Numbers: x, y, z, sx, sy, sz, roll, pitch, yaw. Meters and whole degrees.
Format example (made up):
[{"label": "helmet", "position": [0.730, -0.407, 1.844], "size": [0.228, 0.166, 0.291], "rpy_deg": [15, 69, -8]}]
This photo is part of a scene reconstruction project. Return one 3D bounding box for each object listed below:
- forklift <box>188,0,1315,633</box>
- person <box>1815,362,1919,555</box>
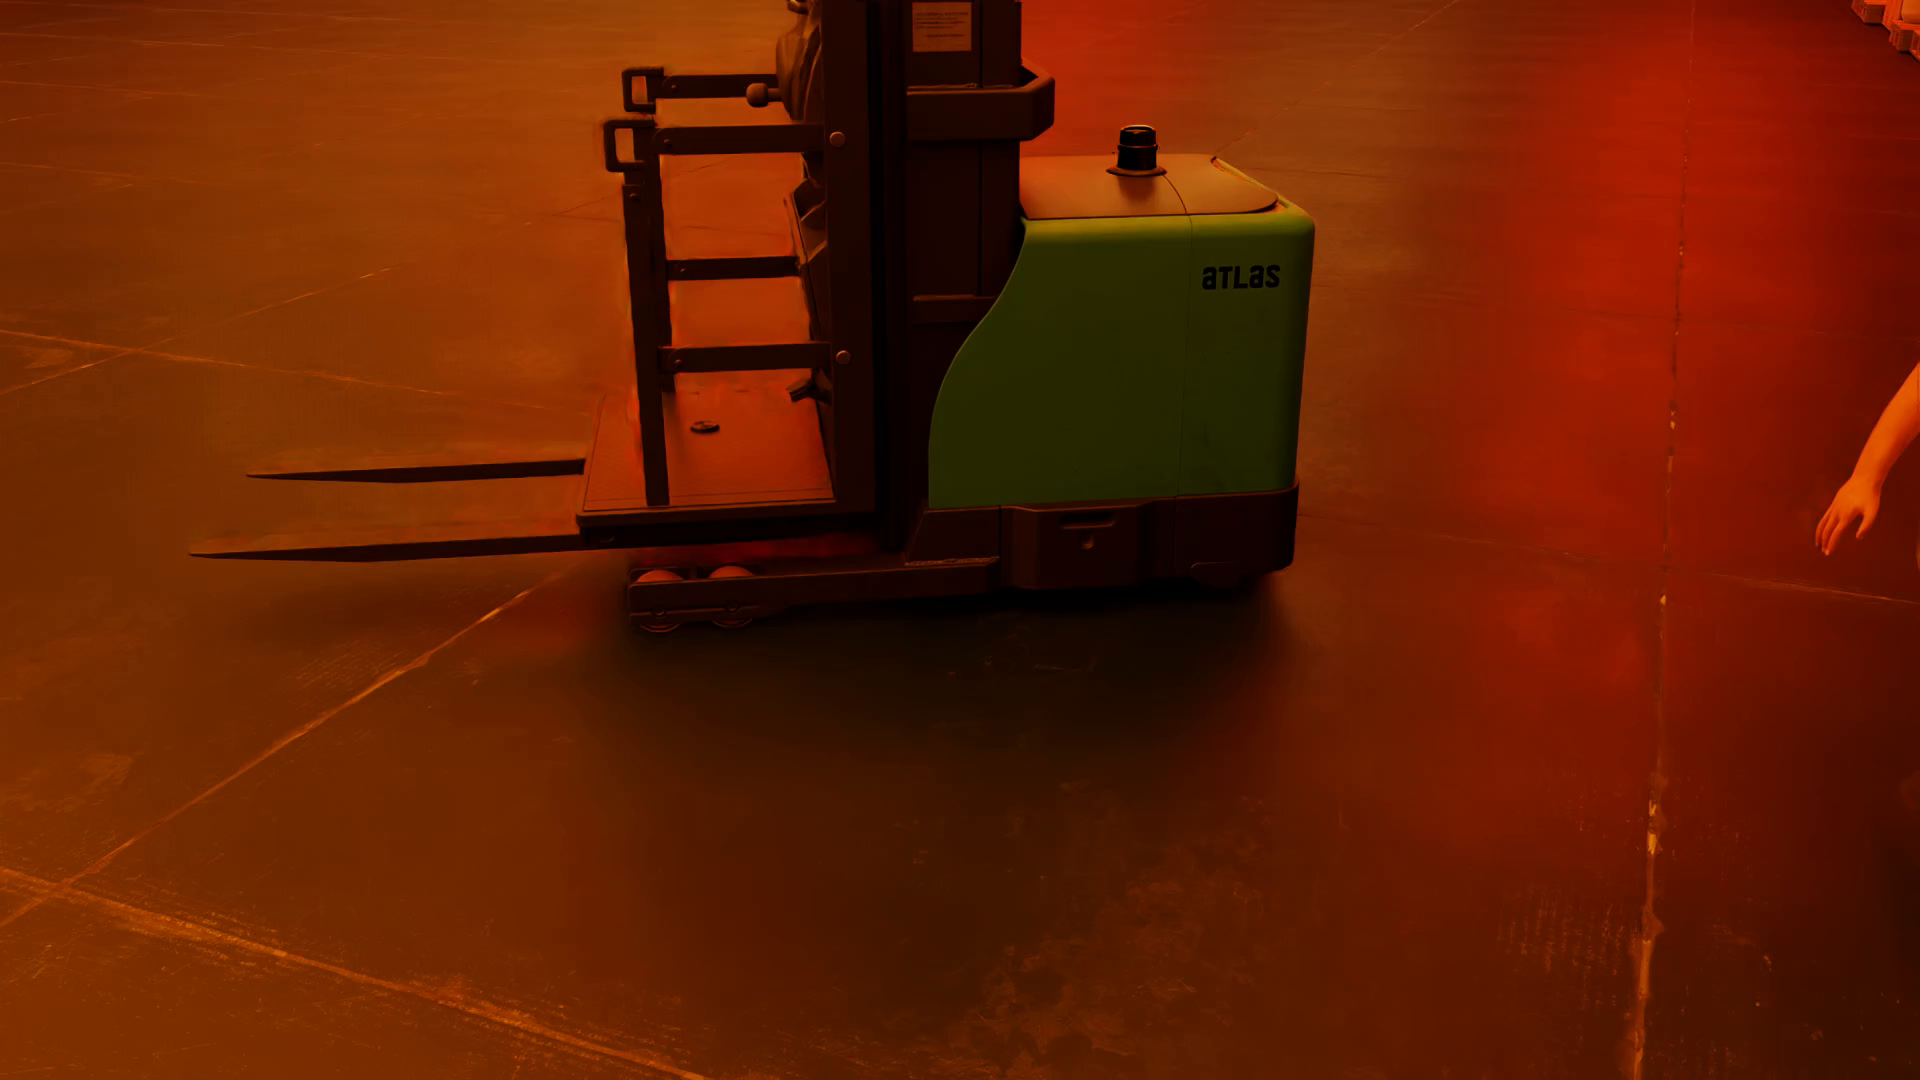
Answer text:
[{"label": "forklift", "position": [-0.604, -1.319, 4.448], "size": [3.031, 2.935, 1.130], "rpy_deg": [-3, 23, -7]}, {"label": "person", "position": [1.992, 0.075, 2.955], "size": [0.803, 1.541, 0.808], "rpy_deg": [3, 23, 8]}]
